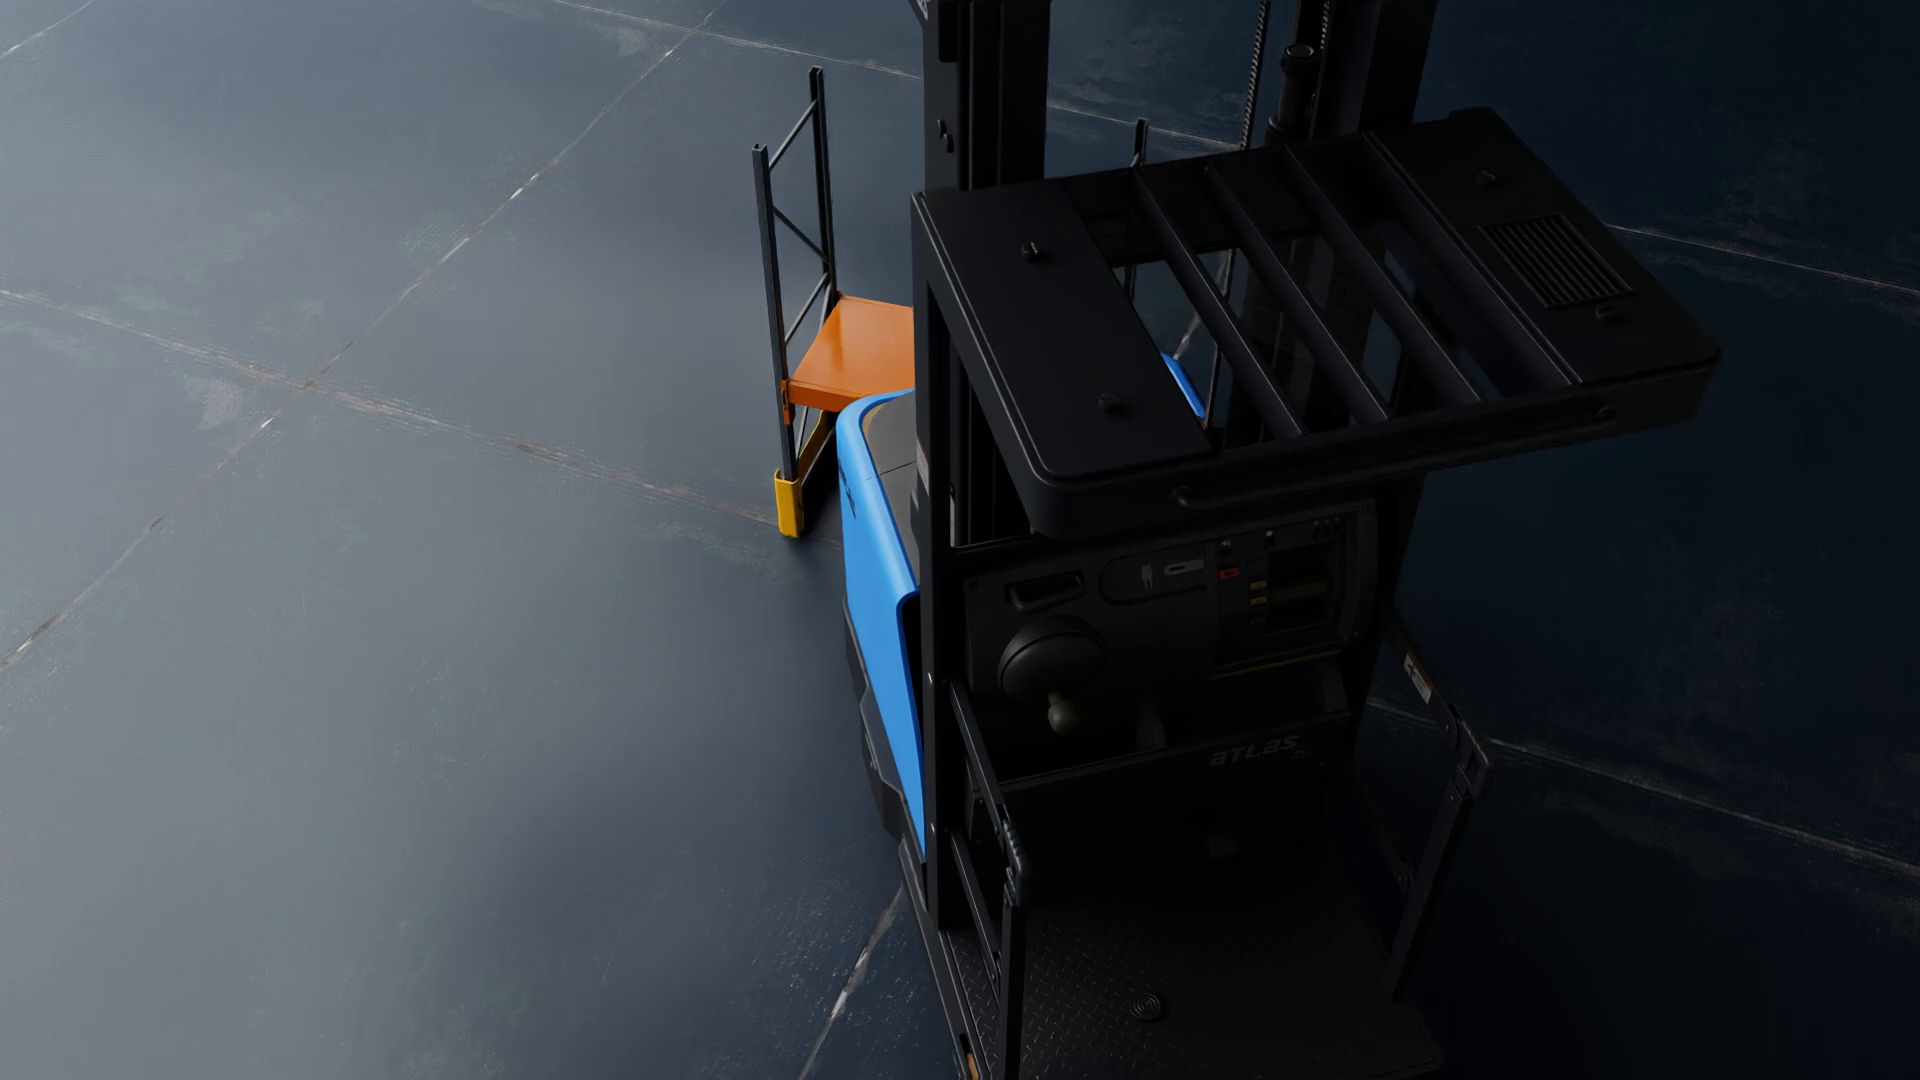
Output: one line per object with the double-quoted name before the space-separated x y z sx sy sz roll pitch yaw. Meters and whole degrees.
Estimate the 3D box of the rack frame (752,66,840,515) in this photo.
"rack frame" -0.507 -0.747 5.437 0.032 1.500 0.500 12 46 12

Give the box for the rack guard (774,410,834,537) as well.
"rack guard" -0.506 -0.304 5.878 0.087 0.250 0.587 12 46 12

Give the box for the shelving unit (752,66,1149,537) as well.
"shelving unit" -0.030 -0.643 5.332 1.083 1.500 0.587 12 46 12

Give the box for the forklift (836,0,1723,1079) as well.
"forklift" 0.518 0.248 3.422 1.130 2.935 3.031 -11 46 -11

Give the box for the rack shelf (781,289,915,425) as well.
"rack shelf" -0.022 -0.513 5.457 1.000 0.185 0.538 12 46 12

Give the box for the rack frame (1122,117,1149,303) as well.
"rack frame" 0.464 -0.534 5.224 0.032 1.500 0.500 12 46 12
